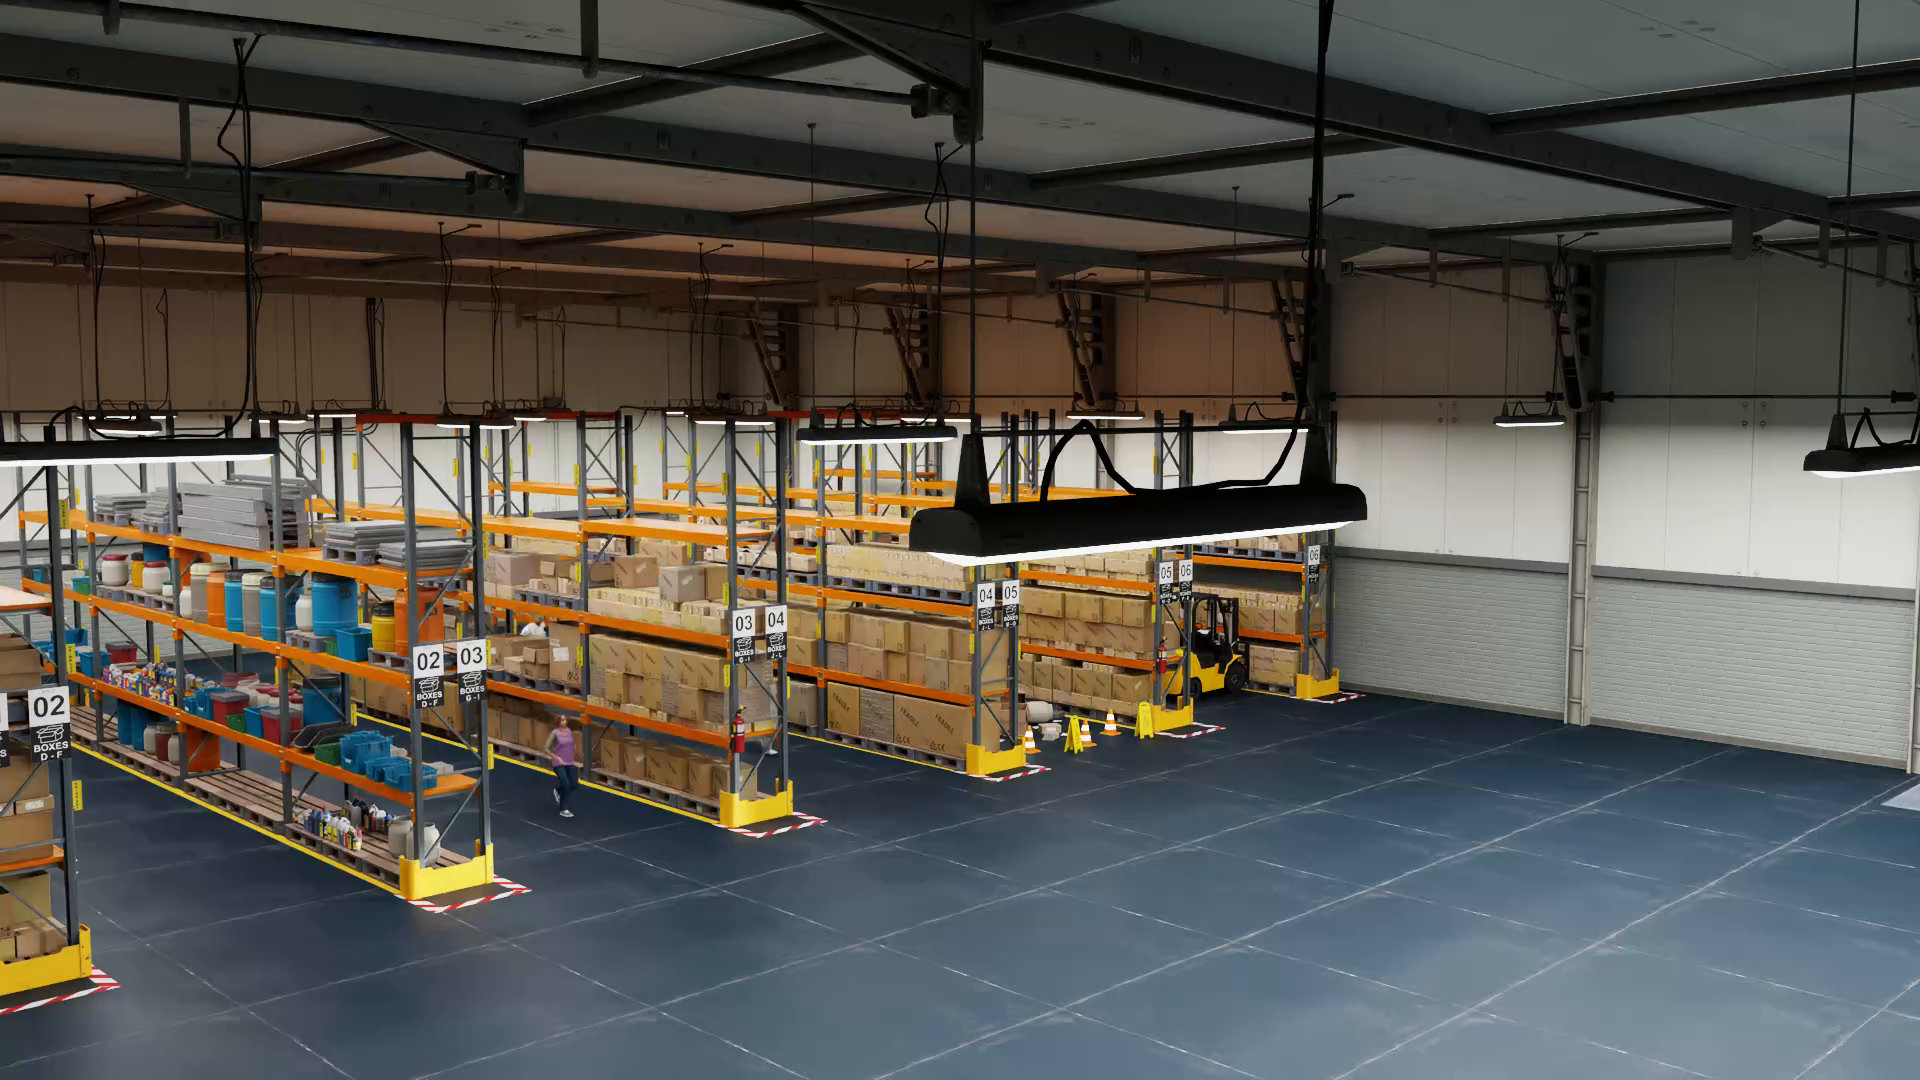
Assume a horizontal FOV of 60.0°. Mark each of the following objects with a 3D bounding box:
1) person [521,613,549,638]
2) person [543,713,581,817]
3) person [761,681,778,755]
[{"bbox_3d":[-9.091,2.380,35.554,0.941,1.777,0.686,5,7,42],"label":"person"},{"bbox_3d":[-6.029,3.383,25.103,0.560,1.554,0.575,4,6,38],"label":"person"},{"bbox_3d":[-3.395,2.971,29.353,0.584,1.620,0.561,3,6,35],"label":"person"}]
